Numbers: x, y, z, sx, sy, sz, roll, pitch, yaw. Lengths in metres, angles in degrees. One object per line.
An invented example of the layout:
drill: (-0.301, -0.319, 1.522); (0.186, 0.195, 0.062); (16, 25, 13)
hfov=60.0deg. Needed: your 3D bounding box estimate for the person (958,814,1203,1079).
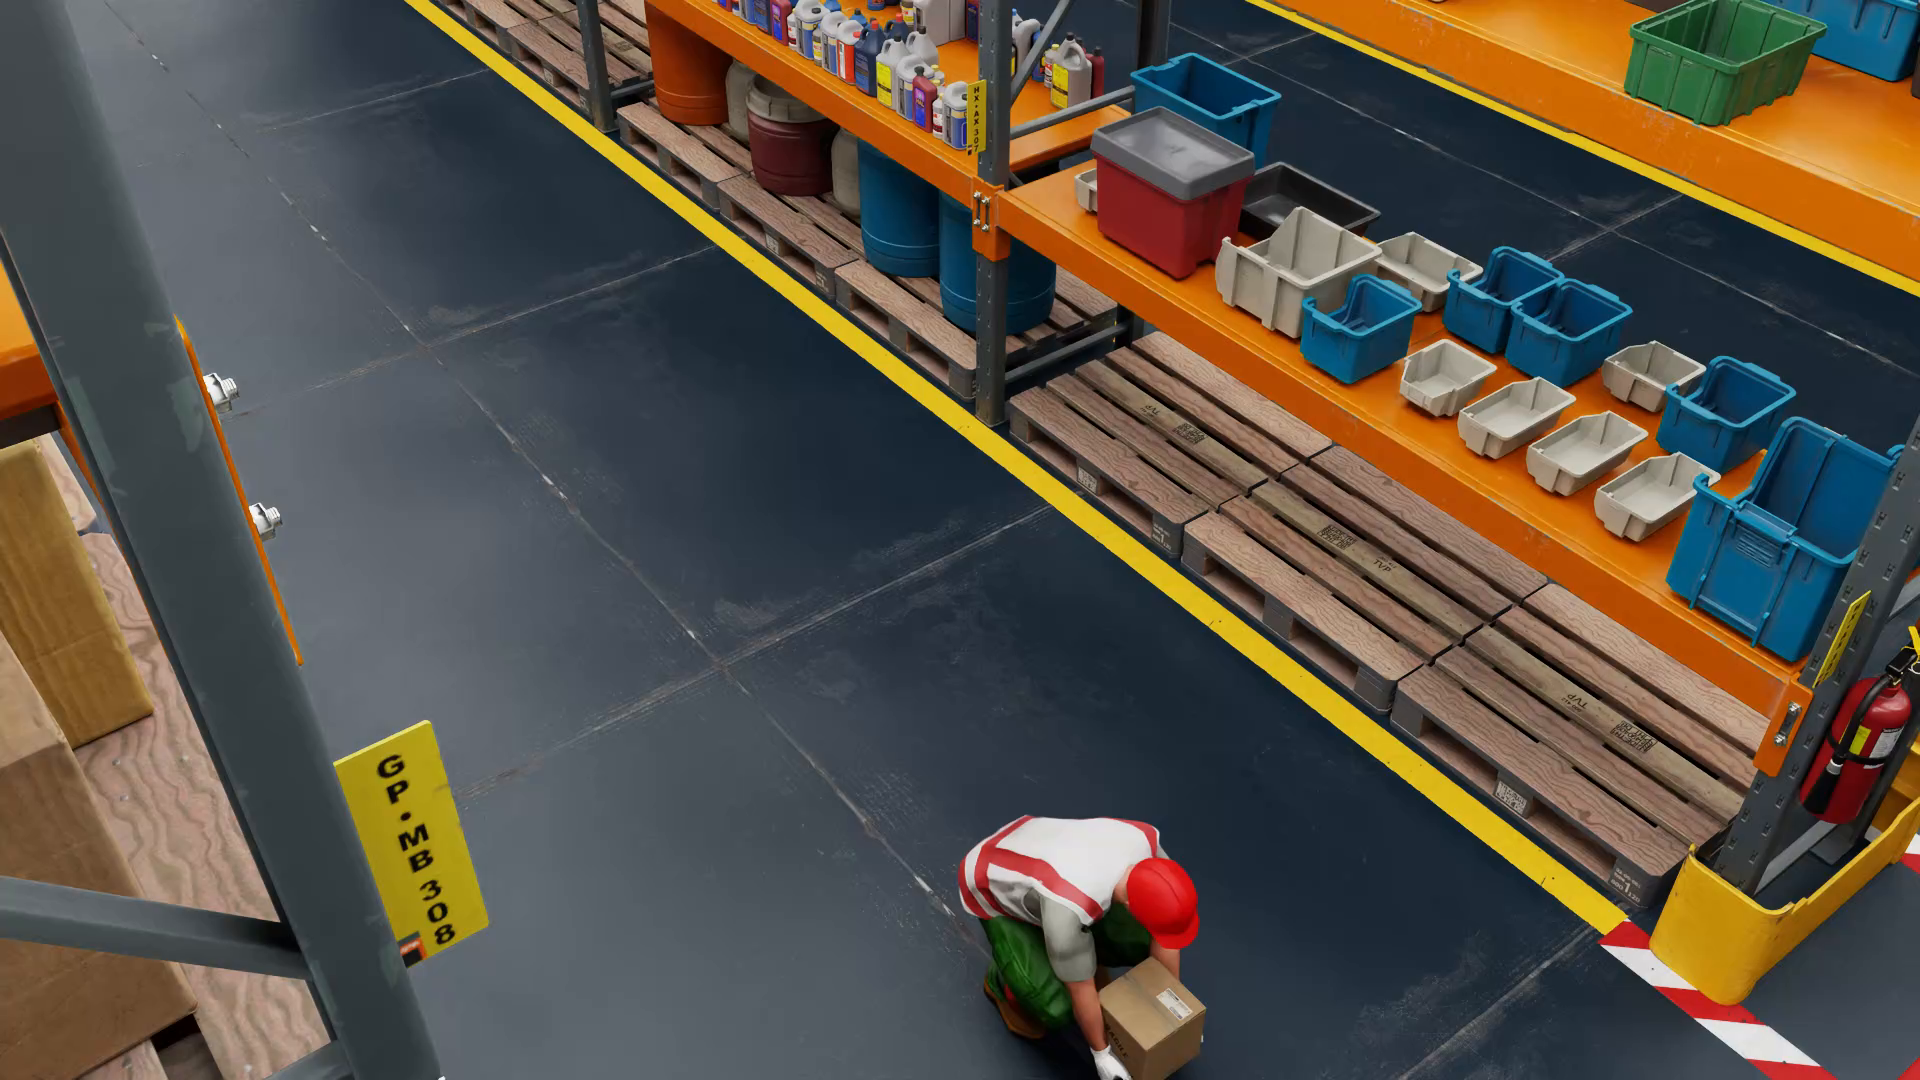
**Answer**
person: (0.389, 1.221, 5.300); (0.548, 1.000, 0.886); (-27, 47, -29)
